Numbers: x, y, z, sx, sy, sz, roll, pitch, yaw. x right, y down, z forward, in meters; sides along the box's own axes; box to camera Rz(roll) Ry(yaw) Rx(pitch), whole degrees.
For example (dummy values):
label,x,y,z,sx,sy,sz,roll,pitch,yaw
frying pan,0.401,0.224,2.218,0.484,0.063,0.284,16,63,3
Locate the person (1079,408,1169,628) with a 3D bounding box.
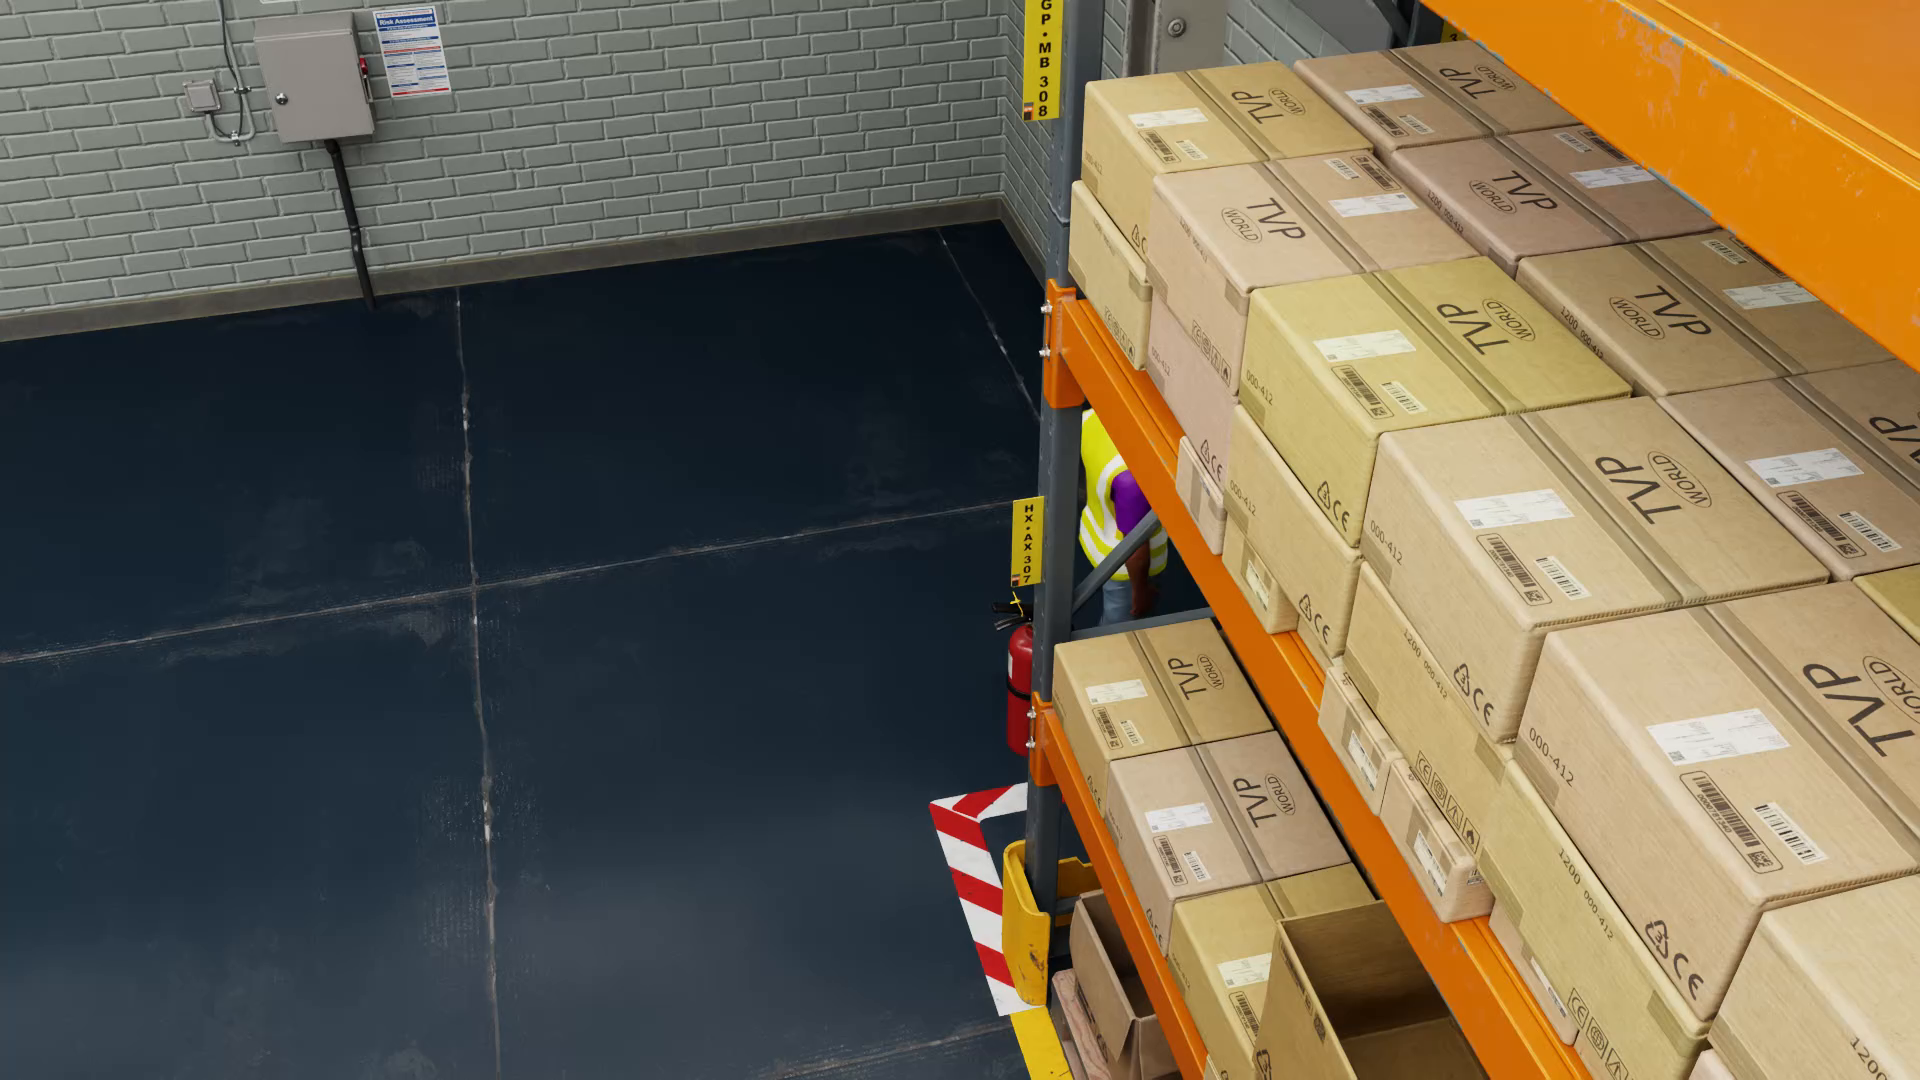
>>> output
label,x,y,z,sx,sy,sz,roll,pitch,yaw
person,0.658,0.040,6.648,0.371,1.762,0.564,-9,39,-11
